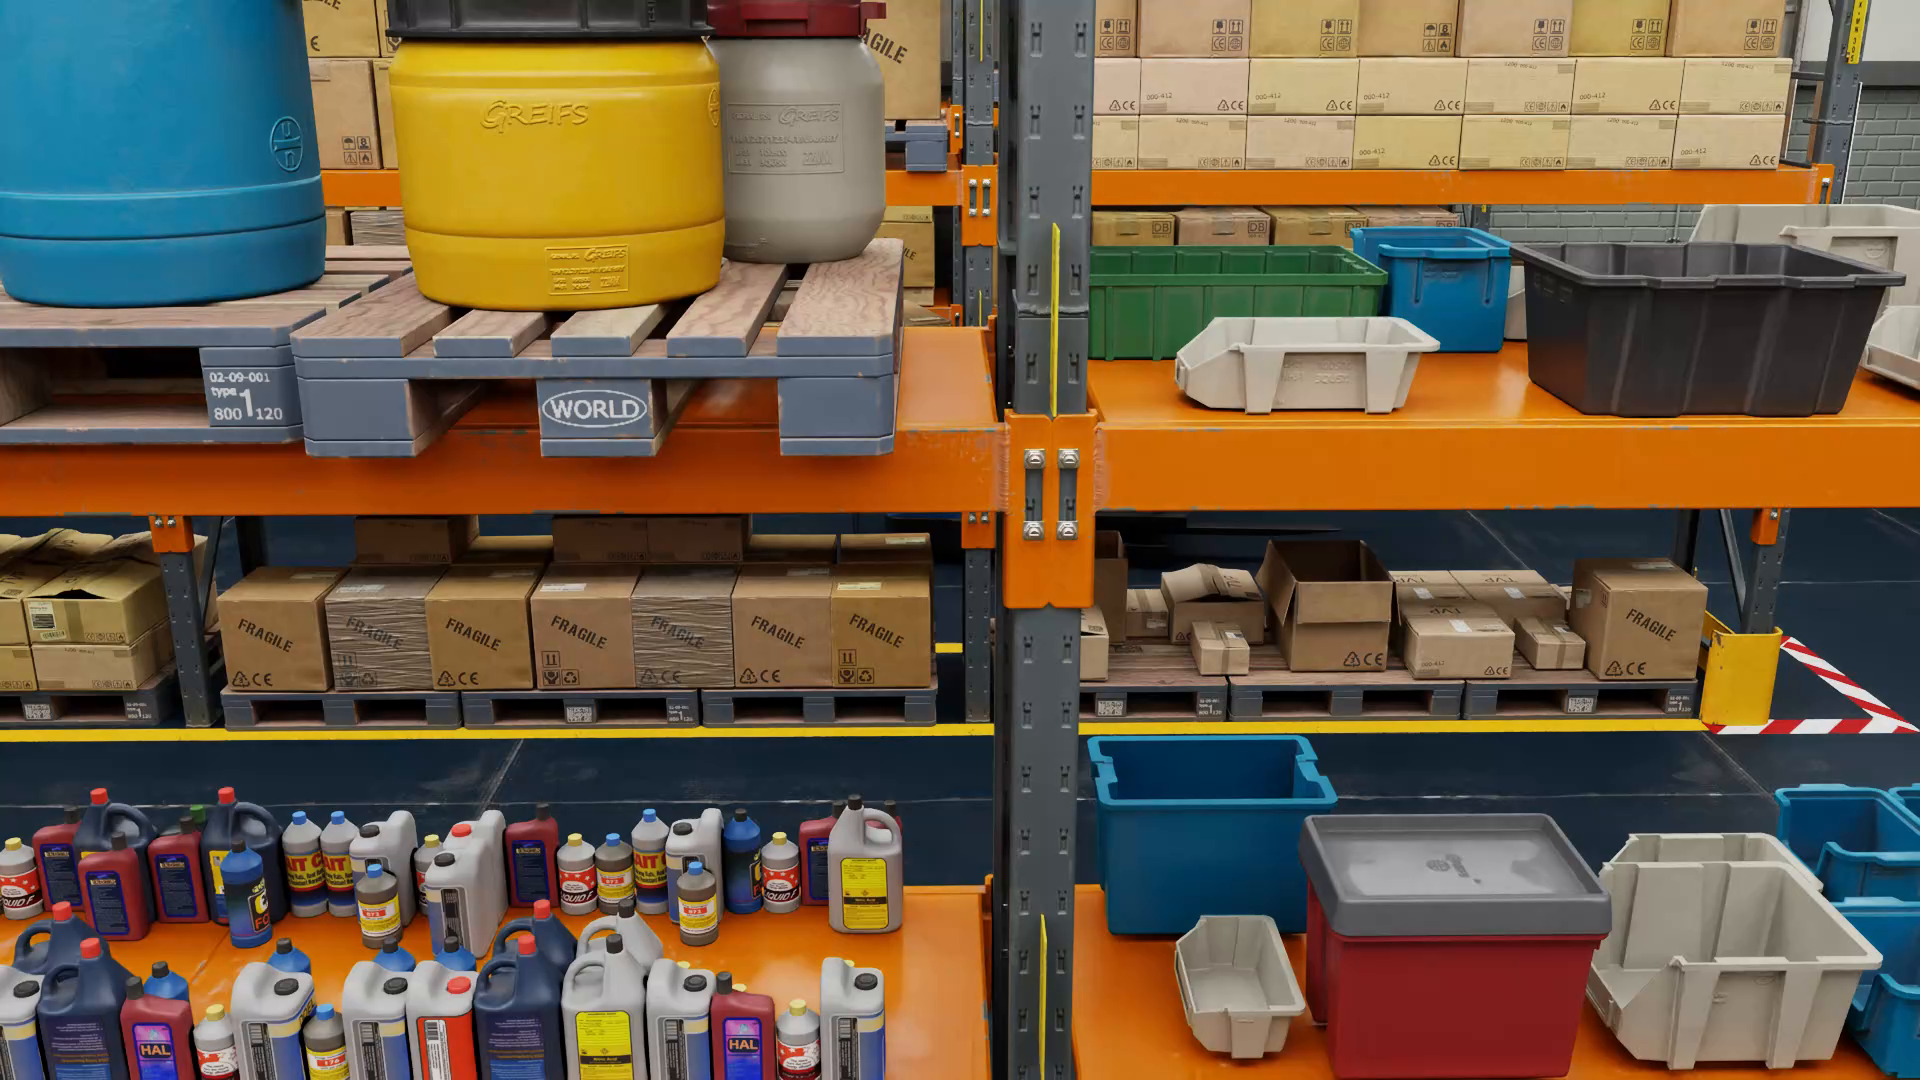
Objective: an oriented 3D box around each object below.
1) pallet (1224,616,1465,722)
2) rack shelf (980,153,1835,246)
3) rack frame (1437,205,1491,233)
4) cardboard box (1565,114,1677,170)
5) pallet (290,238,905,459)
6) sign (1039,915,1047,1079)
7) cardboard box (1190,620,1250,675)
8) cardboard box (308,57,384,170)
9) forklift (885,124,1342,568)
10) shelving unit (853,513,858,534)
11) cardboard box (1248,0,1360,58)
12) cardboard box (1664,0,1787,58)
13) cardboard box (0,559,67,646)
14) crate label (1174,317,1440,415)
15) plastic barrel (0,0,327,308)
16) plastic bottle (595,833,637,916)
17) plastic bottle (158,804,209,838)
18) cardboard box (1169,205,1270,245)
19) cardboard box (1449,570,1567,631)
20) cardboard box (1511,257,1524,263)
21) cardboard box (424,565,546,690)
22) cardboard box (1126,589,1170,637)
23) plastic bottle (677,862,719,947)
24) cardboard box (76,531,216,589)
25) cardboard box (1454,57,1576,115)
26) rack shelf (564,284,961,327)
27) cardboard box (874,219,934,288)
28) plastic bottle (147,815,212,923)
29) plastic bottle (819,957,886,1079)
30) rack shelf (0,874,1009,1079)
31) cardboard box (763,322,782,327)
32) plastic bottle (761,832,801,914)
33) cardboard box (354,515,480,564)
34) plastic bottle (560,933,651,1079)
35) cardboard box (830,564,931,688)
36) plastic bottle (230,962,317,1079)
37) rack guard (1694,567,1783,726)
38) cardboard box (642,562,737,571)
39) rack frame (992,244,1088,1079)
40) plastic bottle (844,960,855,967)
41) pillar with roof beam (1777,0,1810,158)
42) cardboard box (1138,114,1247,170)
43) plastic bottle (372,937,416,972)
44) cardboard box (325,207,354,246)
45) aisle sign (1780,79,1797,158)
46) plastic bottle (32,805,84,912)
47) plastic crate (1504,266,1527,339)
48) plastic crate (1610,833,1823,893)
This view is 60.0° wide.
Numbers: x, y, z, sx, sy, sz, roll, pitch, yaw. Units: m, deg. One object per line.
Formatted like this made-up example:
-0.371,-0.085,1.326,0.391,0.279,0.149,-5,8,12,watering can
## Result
1.993,0.686,9.063,1.213,0.211,1.003,0,18,-1,pallet
2.084,-1.727,8.288,4.000,0.370,1.077,0,18,-1,rack shelf
4.001,-2.164,13.383,0.127,3.000,1.000,0,18,-1,rack frame
3.074,-1.926,7.976,0.500,0.250,0.500,0,18,-1,cardboard box
-0.624,-0.424,3.356,1.003,0.211,1.213,0,18,-1,pallet
0.165,0.917,3.324,0.005,0.325,0.100,0,18,-1,sign
1.372,0.565,8.795,0.250,0.166,0.380,0,18,-1,cardboard box
-2.970,-2.103,8.119,0.500,0.500,0.910,0,18,-1,cardboard box
1.040,-1.378,11.045,3.031,2.935,1.130,1,18,3,forklift
-0.605,-0.513,11.429,0.252,1.050,0.215,1,18,3,shelving unit
1.572,-2.561,7.910,0.500,0.500,0.700,0,18,-1,cardboard box
3.570,-2.596,8.017,0.500,0.500,0.700,0,18,-1,cardboard box
-4.955,0.312,8.560,0.500,0.311,0.500,-1,18,-2,cardboard box
0.652,-0.336,3.205,0.466,0.136,0.293,0,18,-1,crate label
-1.546,-0.931,3.120,0.708,0.901,0.600,0,18,-1,plastic barrel
-0.890,0.856,4.294,0.097,0.201,0.097,0,18,0,plastic bottle
-1.982,0.817,4.282,0.133,0.283,0.061,0,18,-1,plastic bottle
2.002,-2.294,13.296,0.700,0.700,0.980,-1,18,-4,cardboard box
3.035,0.367,9.274,0.500,0.250,0.500,0,18,-1,cardboard box
2.613,-1.248,8.725,0.500,0.500,0.500,0,18,0,cardboard box
-2.431,0.448,8.612,0.500,0.500,0.500,-1,18,-2,cardboard box
1.023,0.407,9.316,0.250,0.149,0.380,0,18,-1,cardboard box
-0.656,0.901,4.153,0.097,0.201,0.097,0,18,0,plastic bottle
-4.444,0.143,9.088,0.500,0.311,0.500,0,18,1,cardboard box
2.574,-2.162,7.893,0.500,0.250,0.500,0,18,-1,cardboard box
-1.998,-1.793,13.403,4.000,0.370,1.077,0,18,-1,rack shelf
-0.456,-2.264,13.012,0.500,0.500,0.500,-1,18,-2,cardboard box
-1.981,0.835,4.224,0.133,0.283,0.061,0,18,-1,plastic bottle
-0.231,1.041,3.596,0.135,0.276,0.152,0,18,-1,plastic bottle
-1.841,1.233,3.970,4.000,0.370,1.077,0,18,-1,rack shelf
-1.080,-0.923,8.662,0.500,0.500,0.700,3,18,8,cardboard box
-0.463,0.854,4.300,0.097,0.201,0.097,0,18,0,plastic bottle
-2.928,-0.067,8.989,0.500,0.250,0.500,0,18,1,cardboard box
-0.756,1.009,3.573,0.185,0.351,0.144,0,18,-1,plastic bottle
-0.405,0.439,8.641,0.500,0.500,0.500,0,18,-1,cardboard box
-1.467,1.047,3.577,0.135,0.276,0.152,0,18,-1,plastic bottle
4.007,0.539,9.047,0.348,0.500,1.175,0,18,-1,rack guard
-1.437,0.283,9.127,0.500,0.500,0.500,0,18,0,cardboard box
0.158,0.881,3.890,0.127,3.000,1.000,0,18,-1,rack frame
-0.251,1.038,3.726,0.097,0.201,0.097,0,18,0,plastic bottle
6.755,-3.983,9.232,0.400,9.000,9.100,0,18,-1,pillar with roof beam
1.074,-1.917,7.947,0.500,0.250,0.500,0,18,-1,cardboard box
-1.255,1.010,3.700,0.097,0.271,0.097,0,18,0,plastic bottle
-5.026,-2.366,13.129,0.500,0.500,0.700,-2,18,-6,cardboard box
4.147,-1.979,8.550,0.004,0.787,0.394,0,18,-1,aisle sign
-2.301,0.818,4.278,0.133,0.283,0.061,0,18,-1,plastic bottle
1.424,-0.544,3.854,0.466,0.136,0.293,0,18,-1,plastic crate
1.895,0.878,4.234,0.466,0.136,0.293,0,18,-1,plastic crate
